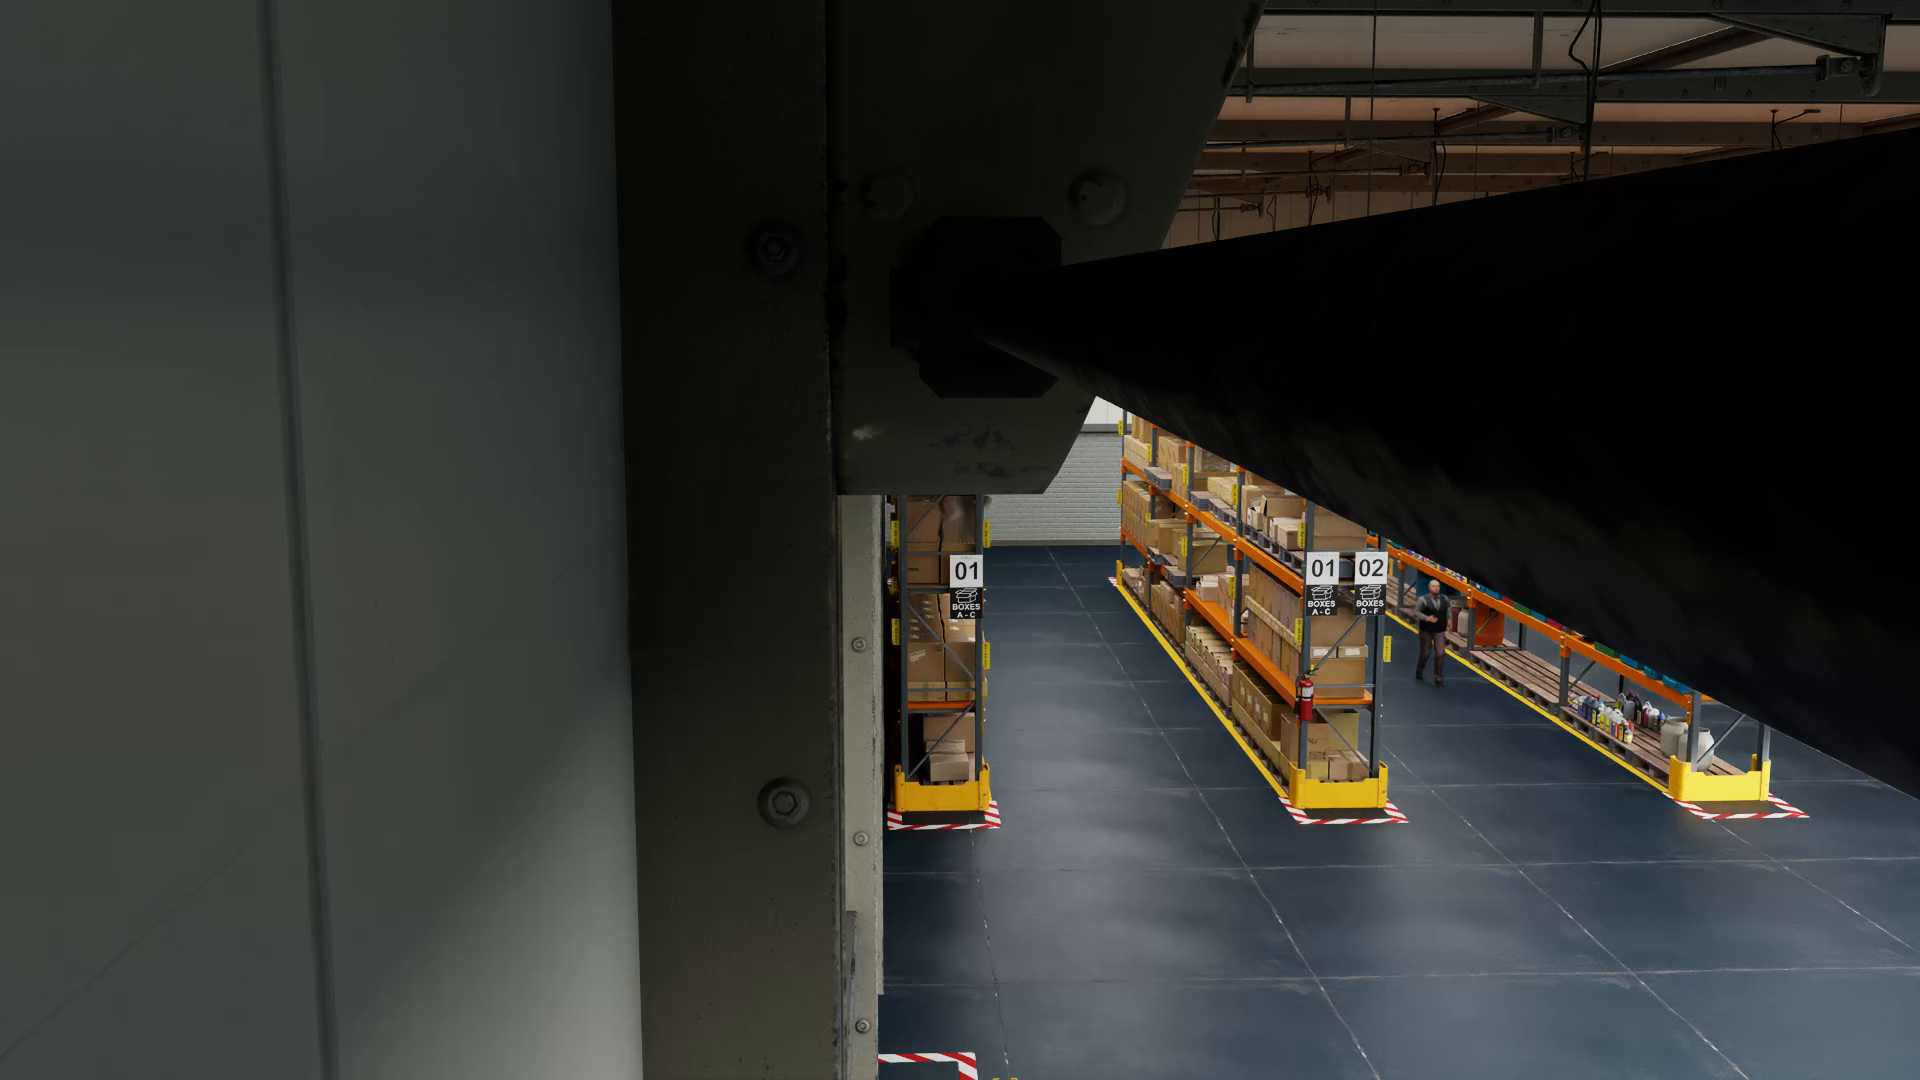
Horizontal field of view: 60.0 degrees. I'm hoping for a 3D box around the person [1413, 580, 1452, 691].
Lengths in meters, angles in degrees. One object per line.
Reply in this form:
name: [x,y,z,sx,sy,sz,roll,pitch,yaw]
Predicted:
person: [7.660,1.514,26.977,0.673,1.774,0.815,0,8,-2]
